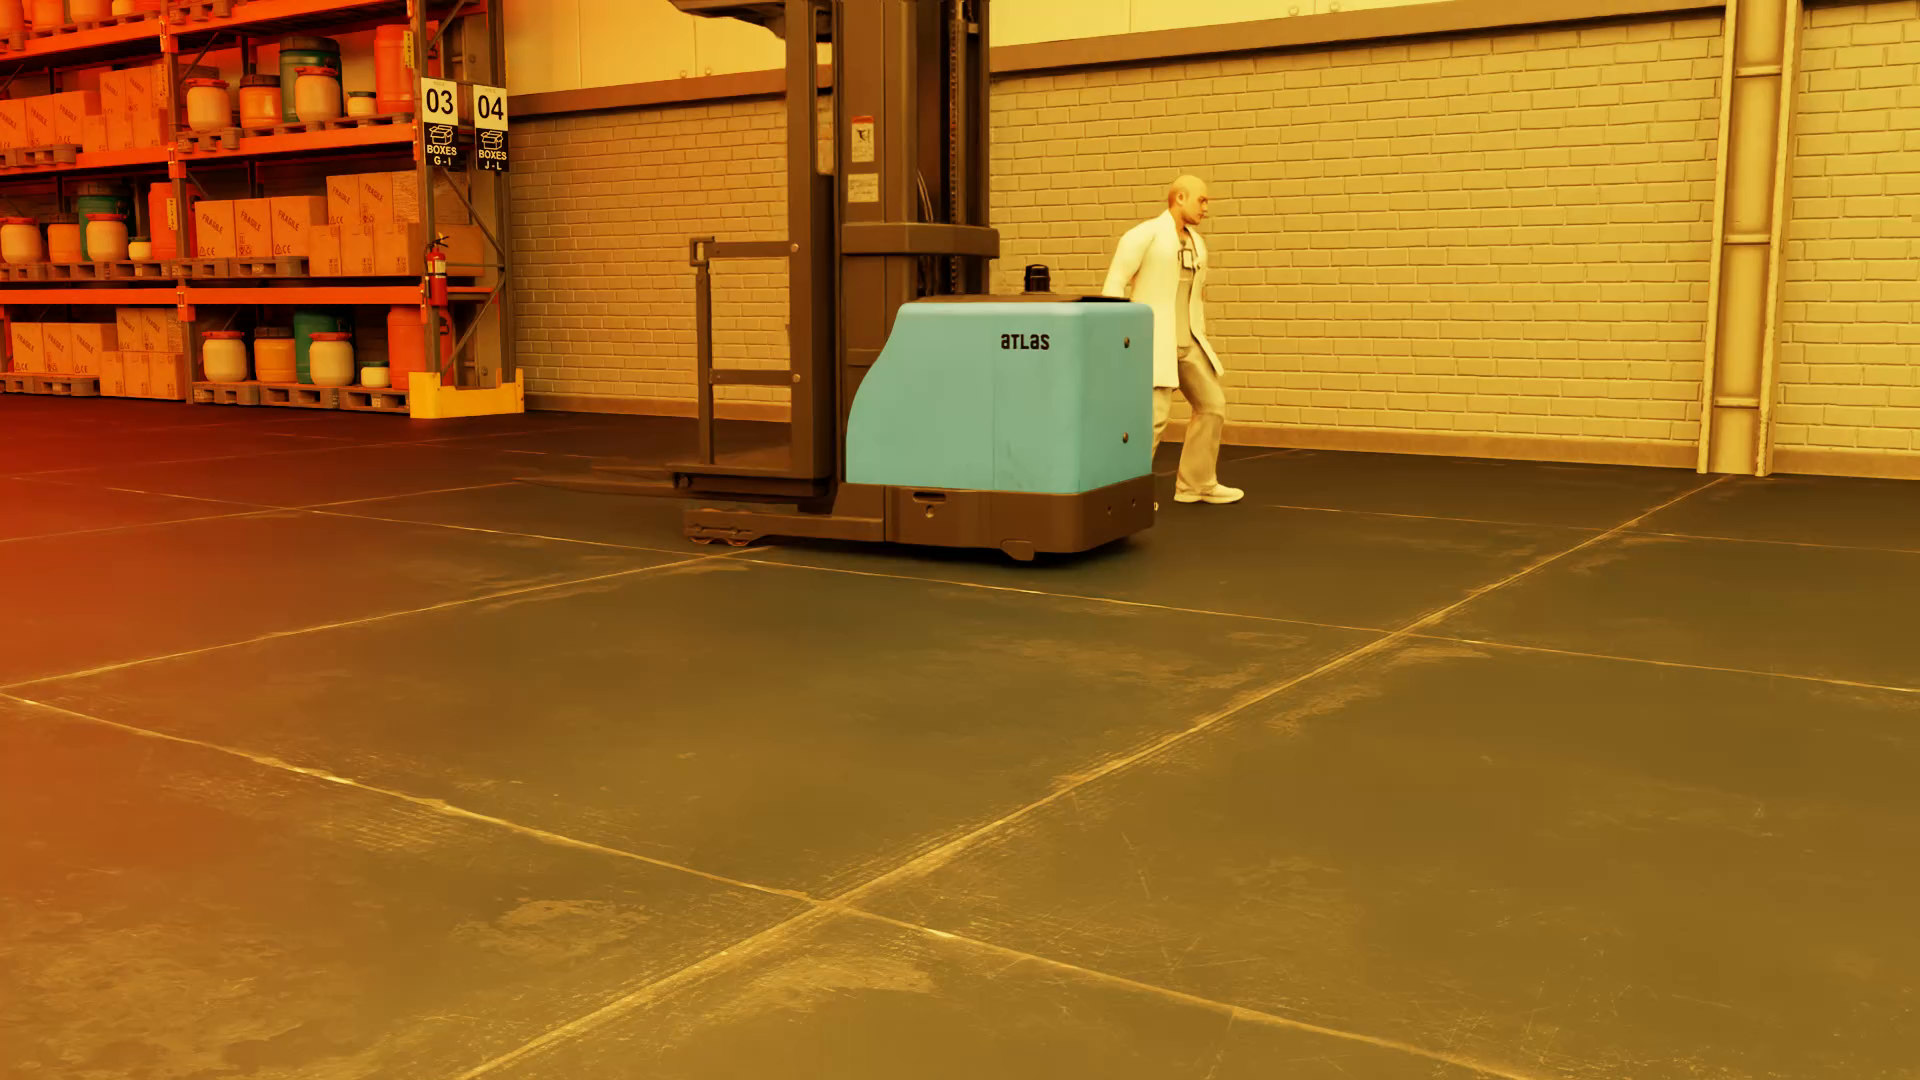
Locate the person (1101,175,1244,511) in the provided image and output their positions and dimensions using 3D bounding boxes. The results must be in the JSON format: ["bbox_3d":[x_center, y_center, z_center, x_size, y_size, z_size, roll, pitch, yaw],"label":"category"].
[{"bbox_3d":[1.080,-1.027,8.763,0.911,1.749,0.482,-6,10,-37],"label":"person"}]

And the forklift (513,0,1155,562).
[{"bbox_3d":[-0.677,-1.479,7.595,3.031,2.935,1.130,4,9,25],"label":"forklift"}]
